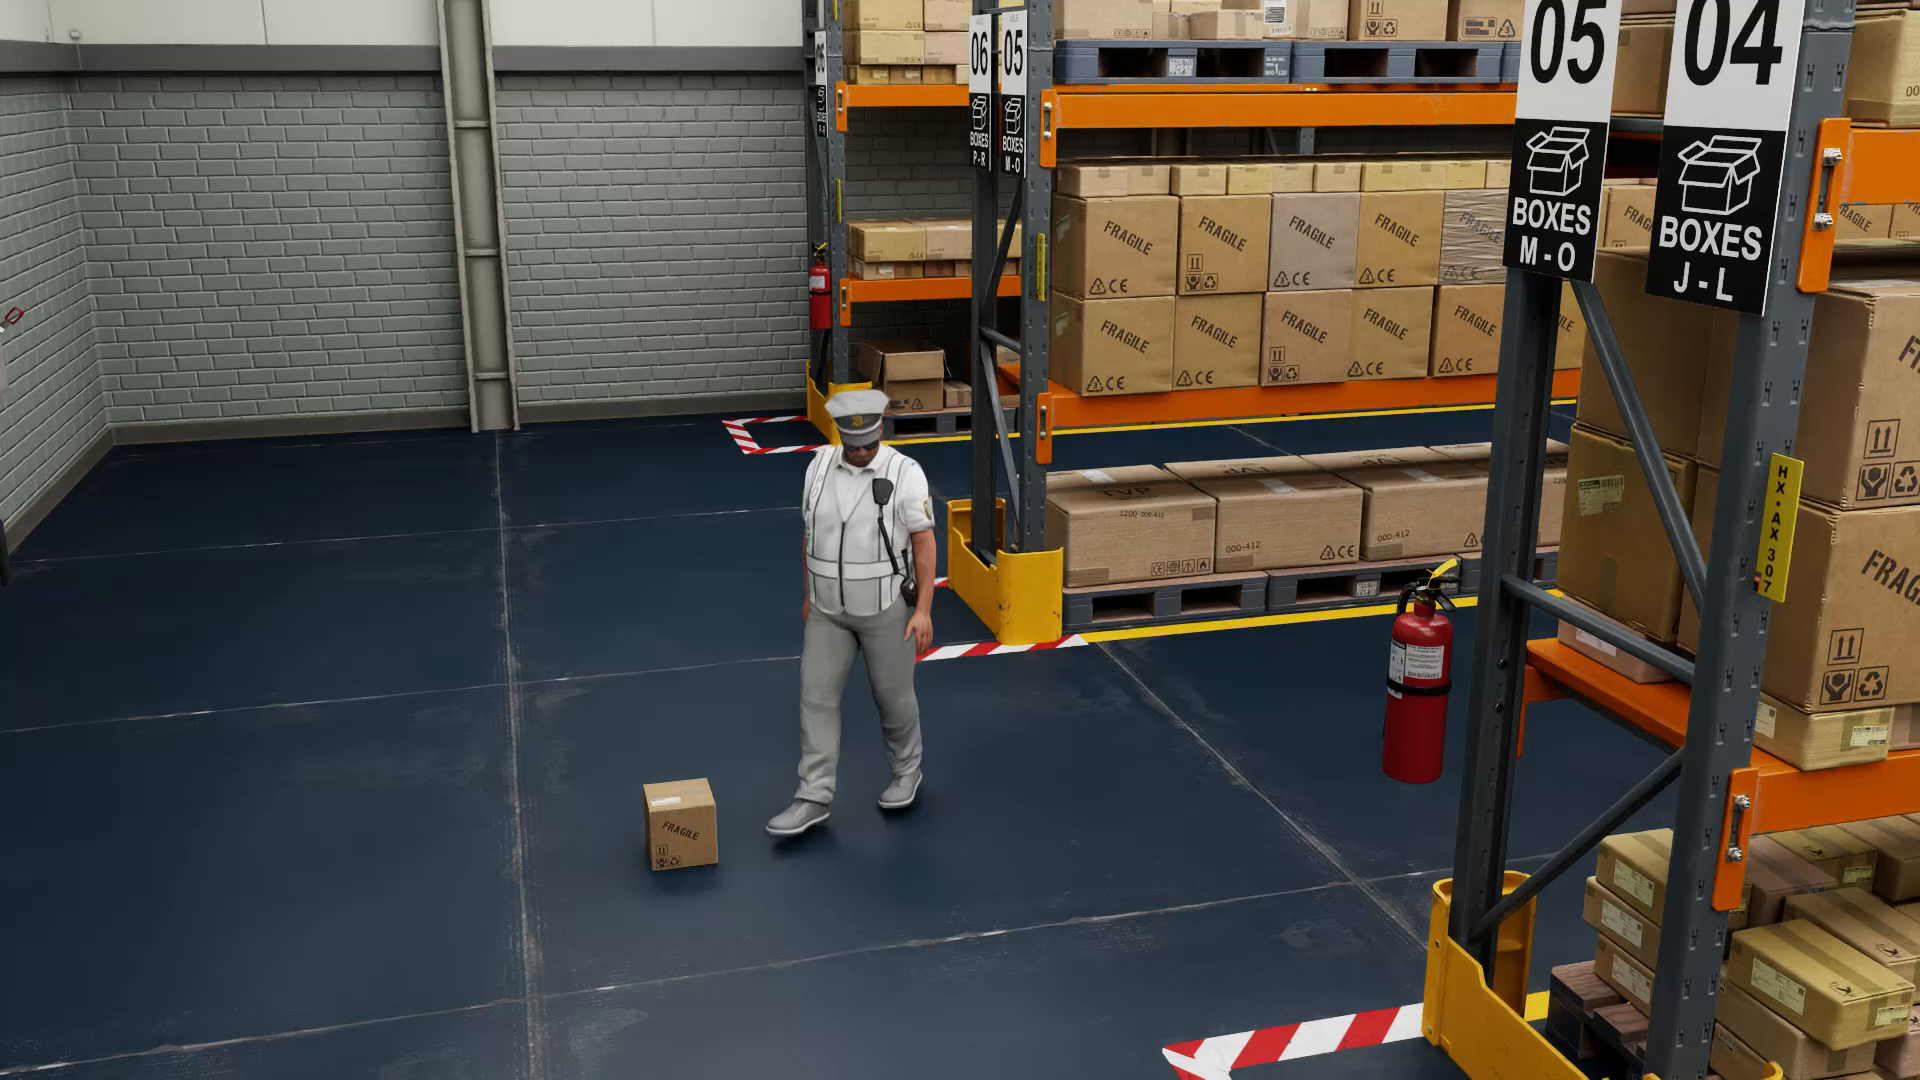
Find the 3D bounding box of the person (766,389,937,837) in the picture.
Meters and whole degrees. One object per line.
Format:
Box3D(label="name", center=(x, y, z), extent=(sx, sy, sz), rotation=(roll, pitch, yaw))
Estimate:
Box3D(label="person", center=(-0.414, 0.284, 6.487), extent=(0.585, 1.719, 0.757), rotation=(5, 17, 18))
